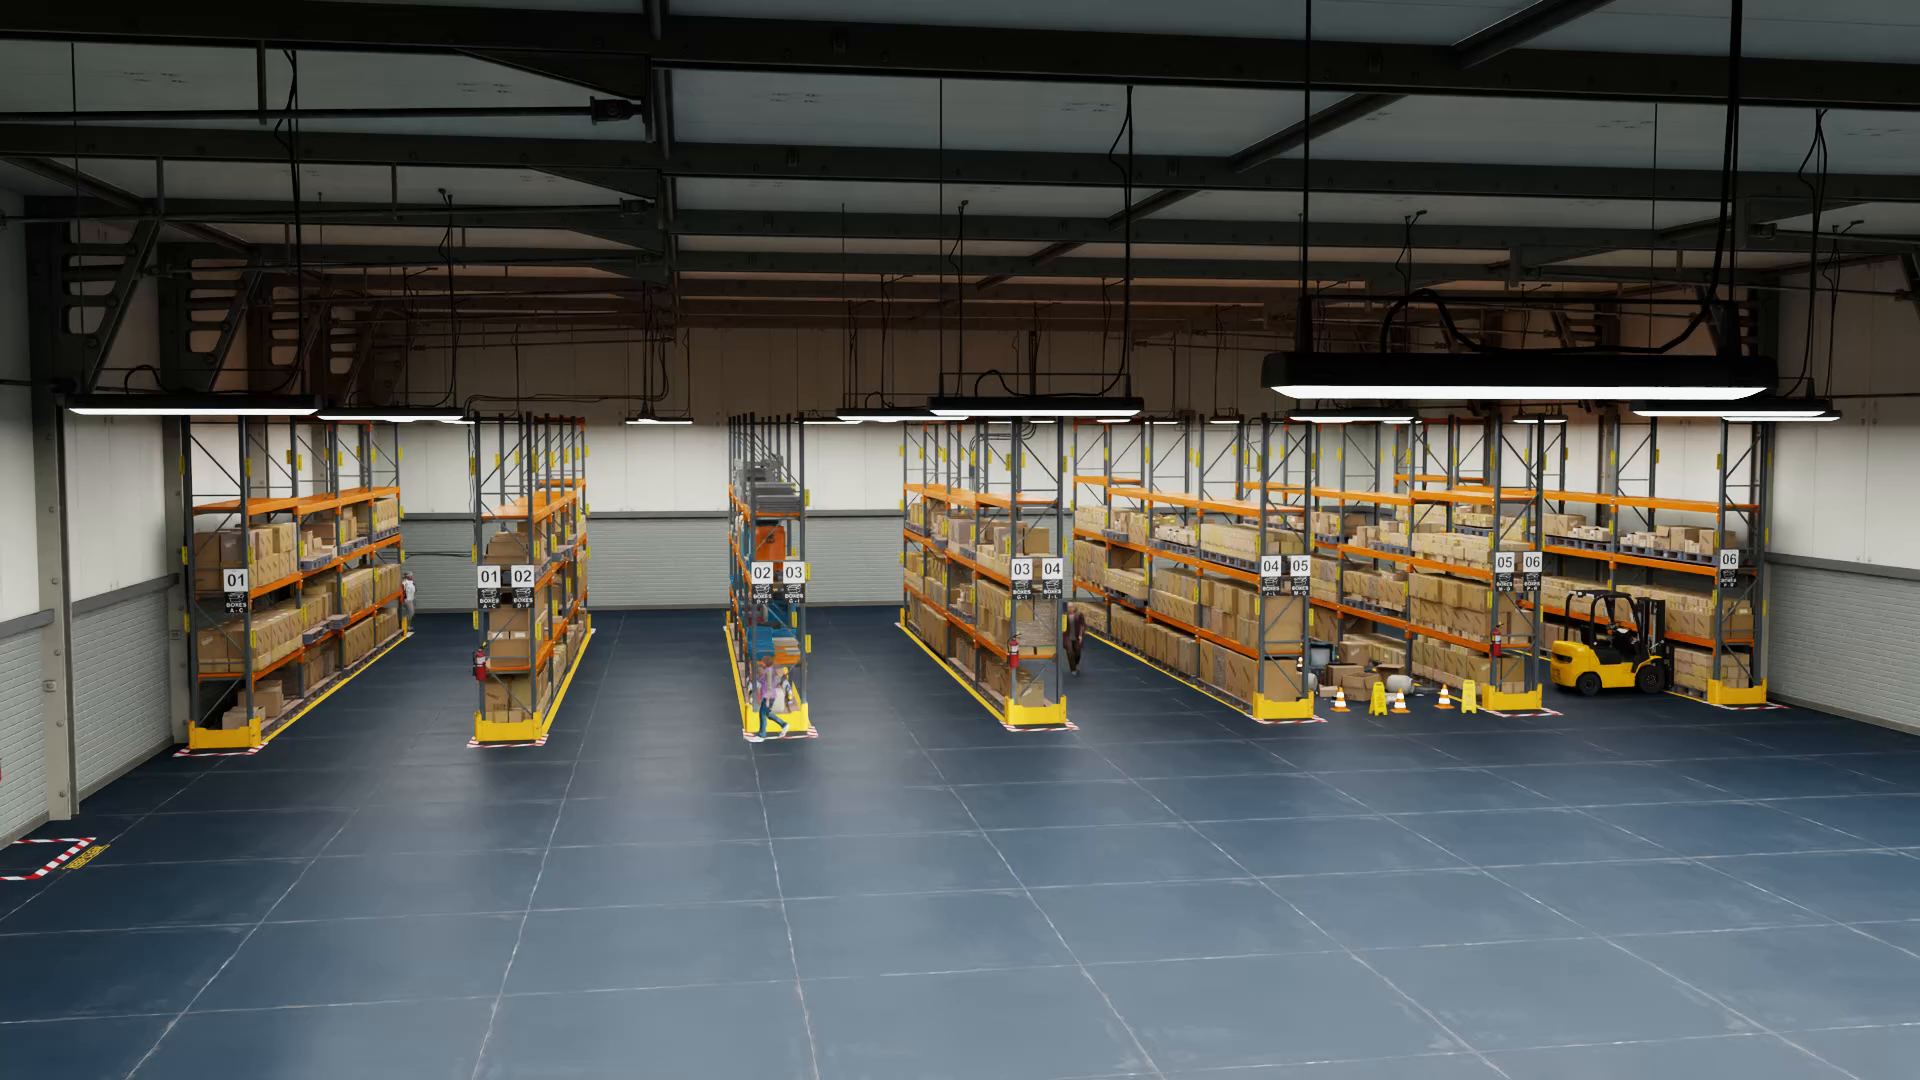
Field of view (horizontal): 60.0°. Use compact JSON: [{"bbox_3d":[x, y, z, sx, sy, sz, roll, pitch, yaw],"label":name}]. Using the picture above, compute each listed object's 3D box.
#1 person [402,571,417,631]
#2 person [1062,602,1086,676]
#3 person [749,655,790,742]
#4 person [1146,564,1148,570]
[{"bbox_3d":[-15.477,1.702,46.696,0.435,1.671,0.467,0,4,2],"label":"person"},{"bbox_3d":[2.597,2.263,38.557,0.613,1.695,0.849,0,4,3],"label":"person"},{"bbox_3d":[-3.463,2.868,30.239,0.739,1.579,0.449,0,4,-4],"label":"person"},{"bbox_3d":[5.682,1.298,52.120,0.795,1.747,0.575,-4,5,-42],"label":"person"}]
